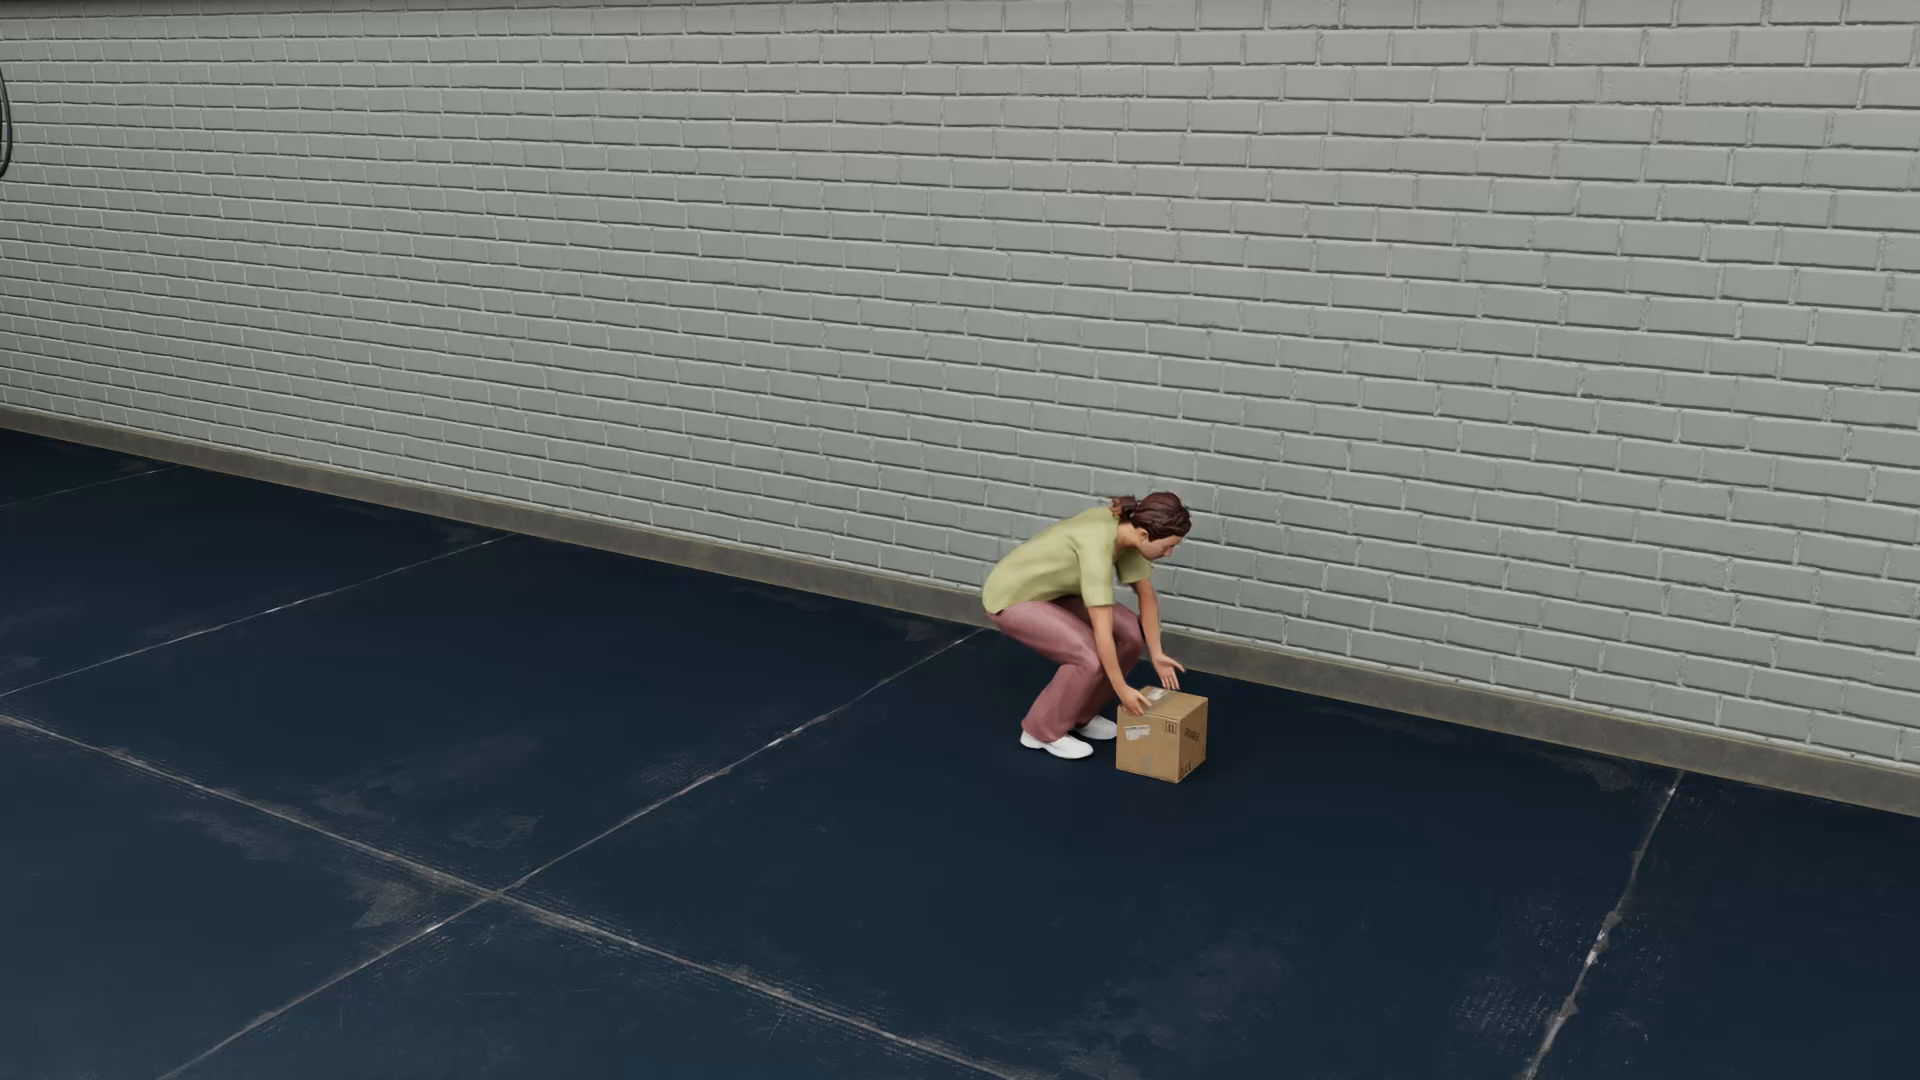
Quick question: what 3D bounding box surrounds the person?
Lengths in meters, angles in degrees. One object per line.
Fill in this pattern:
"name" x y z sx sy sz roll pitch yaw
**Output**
"person" 0.478 0.283 6.236 0.776 1.023 0.491 10 19 30
